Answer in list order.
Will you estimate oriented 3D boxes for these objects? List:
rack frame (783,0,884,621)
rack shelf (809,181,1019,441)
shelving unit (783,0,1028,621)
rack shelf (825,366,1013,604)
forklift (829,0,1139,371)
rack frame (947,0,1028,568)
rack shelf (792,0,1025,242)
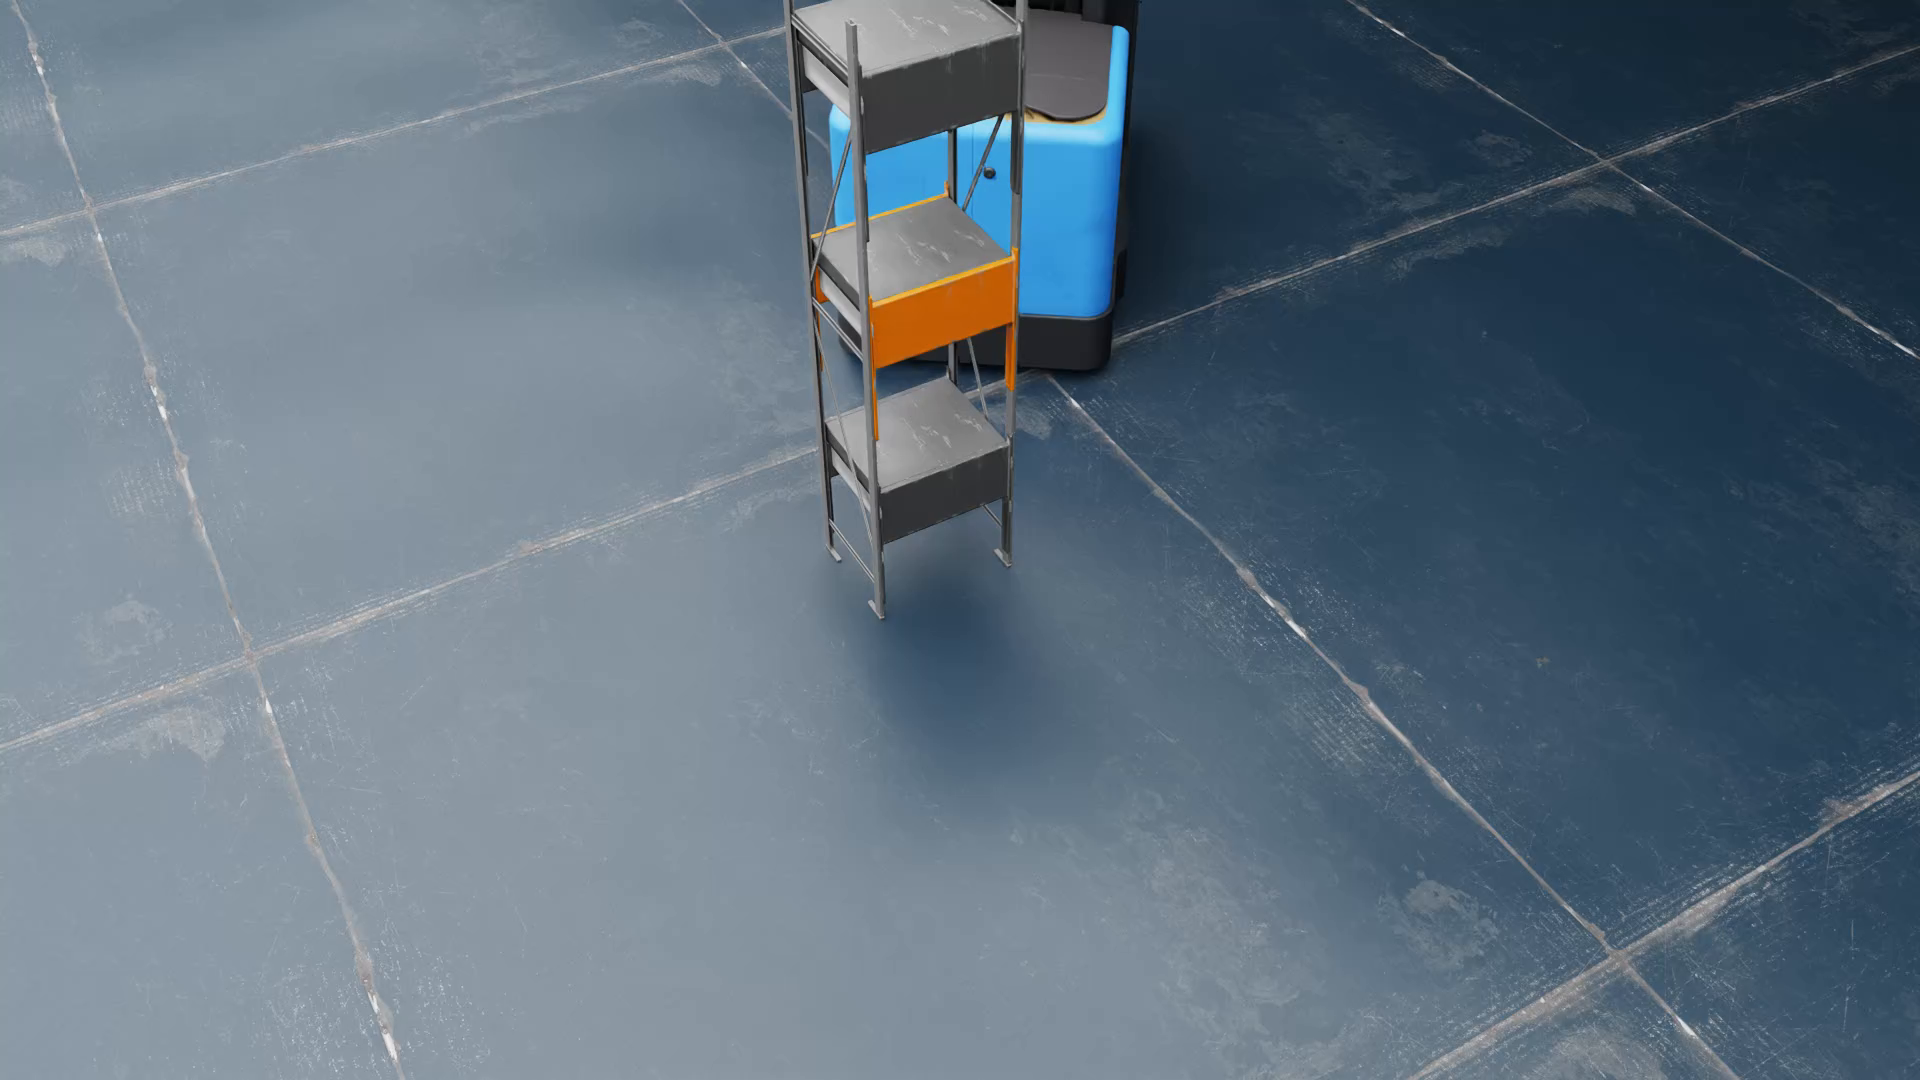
[{"bbox_3d":[-0.355,-0.611,4.872,0.015,2.100,0.400,-22,48,-21],"label":"rack frame"},{"bbox_3d":[-0.144,-0.686,4.969,0.480,0.518,0.431,-22,48,-21],"label":"rack shelf"},{"bbox_3d":[-0.144,-0.696,4.960,0.503,2.100,0.431,-22,48,-21],"label":"shelving unit"},{"bbox_3d":[-0.144,-0.184,5.457,0.480,0.518,0.431,-22,48,-21],"label":"rack shelf"},{"bbox_3d":[0.198,-2.721,6.450,1.130,2.935,3.031,4,44,4],"label":"forklift"},{"bbox_3d":[0.068,-0.781,5.047,0.015,2.100,0.400,-22,48,-21],"label":"rack frame"},{"bbox_3d":[-0.144,-1.189,4.482,0.480,0.518,0.431,-22,48,-21],"label":"rack shelf"}]
